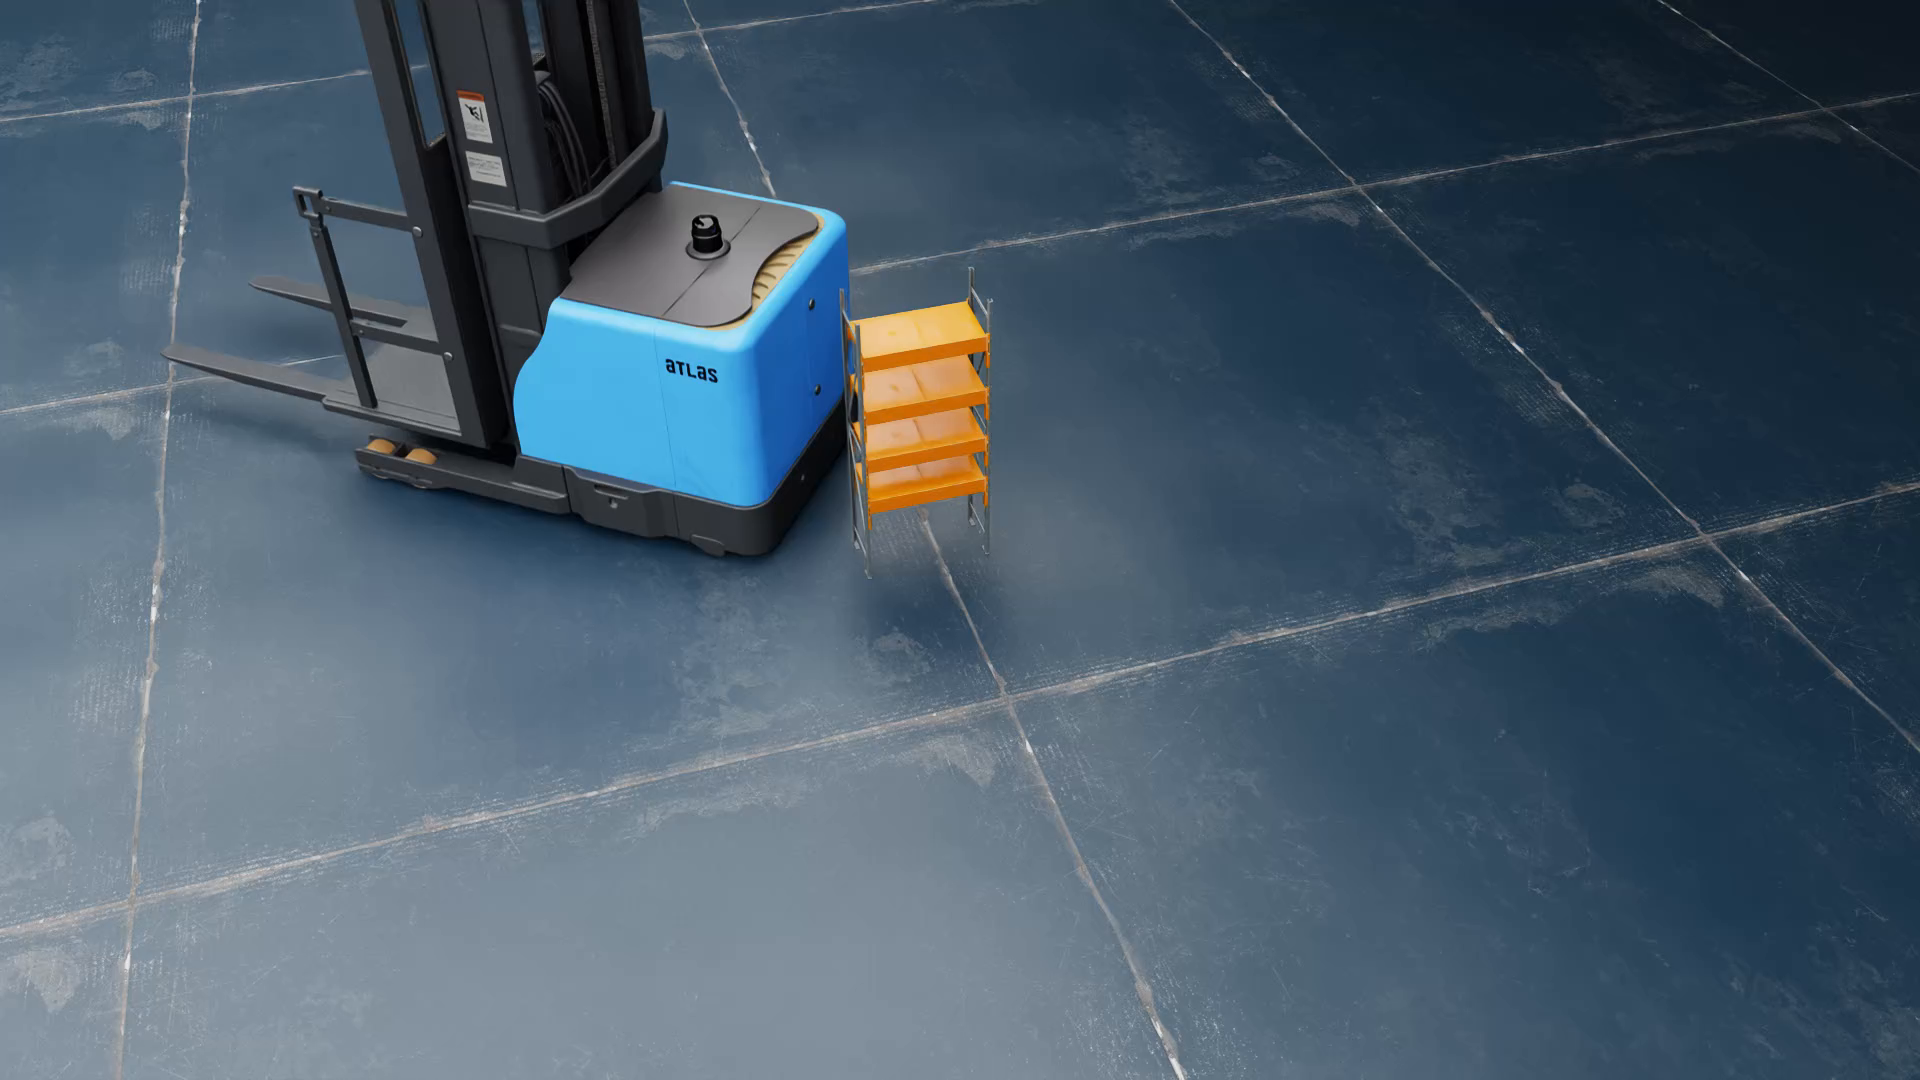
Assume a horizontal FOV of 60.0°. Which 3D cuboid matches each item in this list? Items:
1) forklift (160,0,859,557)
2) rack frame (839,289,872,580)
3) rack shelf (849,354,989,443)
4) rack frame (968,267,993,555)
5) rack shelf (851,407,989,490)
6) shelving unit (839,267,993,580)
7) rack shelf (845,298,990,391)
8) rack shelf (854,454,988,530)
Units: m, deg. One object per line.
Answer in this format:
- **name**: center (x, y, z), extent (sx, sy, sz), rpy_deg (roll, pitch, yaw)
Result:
- **forklift**: center (-2.010, -1.632, 6.391), extent (3.031, 2.935, 1.130), rpy_deg (13, 43, 15)
- **rack frame**: center (-0.391, -0.371, 6.263), extent (0.015, 1.200, 0.240), rpy_deg (-12, 42, -13)
- **rack shelf**: center (-0.158, -0.537, 6.215), extent (0.480, 0.148, 0.258), rpy_deg (-12, 42, -13)
- **rack frame**: center (0.075, -0.467, 6.373), extent (0.015, 1.200, 0.240), rpy_deg (-12, 42, -13)
- **rack shelf**: center (-0.158, -0.368, 6.362), extent (0.480, 0.148, 0.258), rpy_deg (-12, 42, -13)
- **shelving unit**: center (-0.158, -0.419, 6.318), extent (0.503, 1.200, 0.258), rpy_deg (-12, 42, -13)
- **rack shelf**: center (-0.158, -0.715, 6.059), extent (0.480, 0.148, 0.258), rpy_deg (-12, 42, -13)
- **rack shelf**: center (-0.158, -0.219, 6.493), extent (0.480, 0.148, 0.258), rpy_deg (-12, 42, -13)
